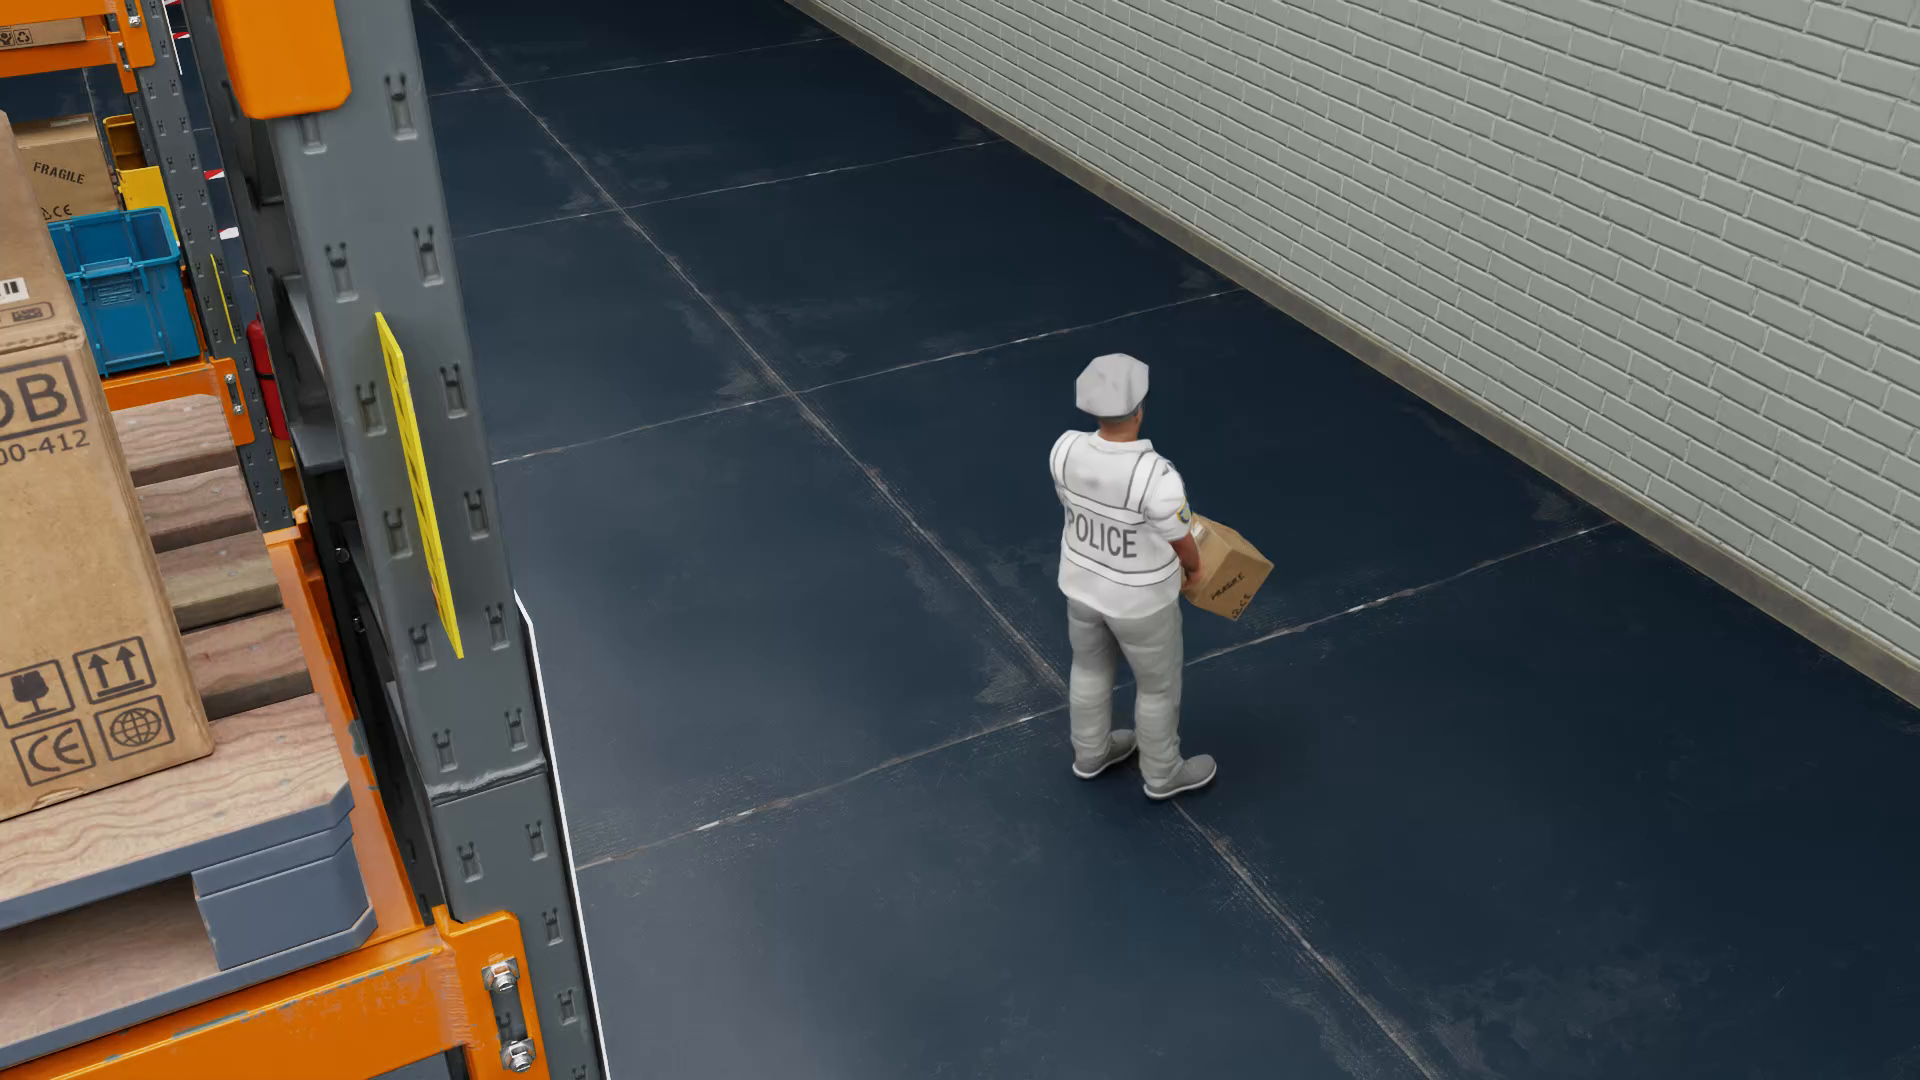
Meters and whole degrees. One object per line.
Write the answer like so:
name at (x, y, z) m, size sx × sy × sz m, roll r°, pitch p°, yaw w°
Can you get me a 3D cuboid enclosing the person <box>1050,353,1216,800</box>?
person at (0.616, 0.145, 5.871) m, size 0.591 × 1.782 × 0.508 m, roll 23°, pitch 39°, yaw 31°
